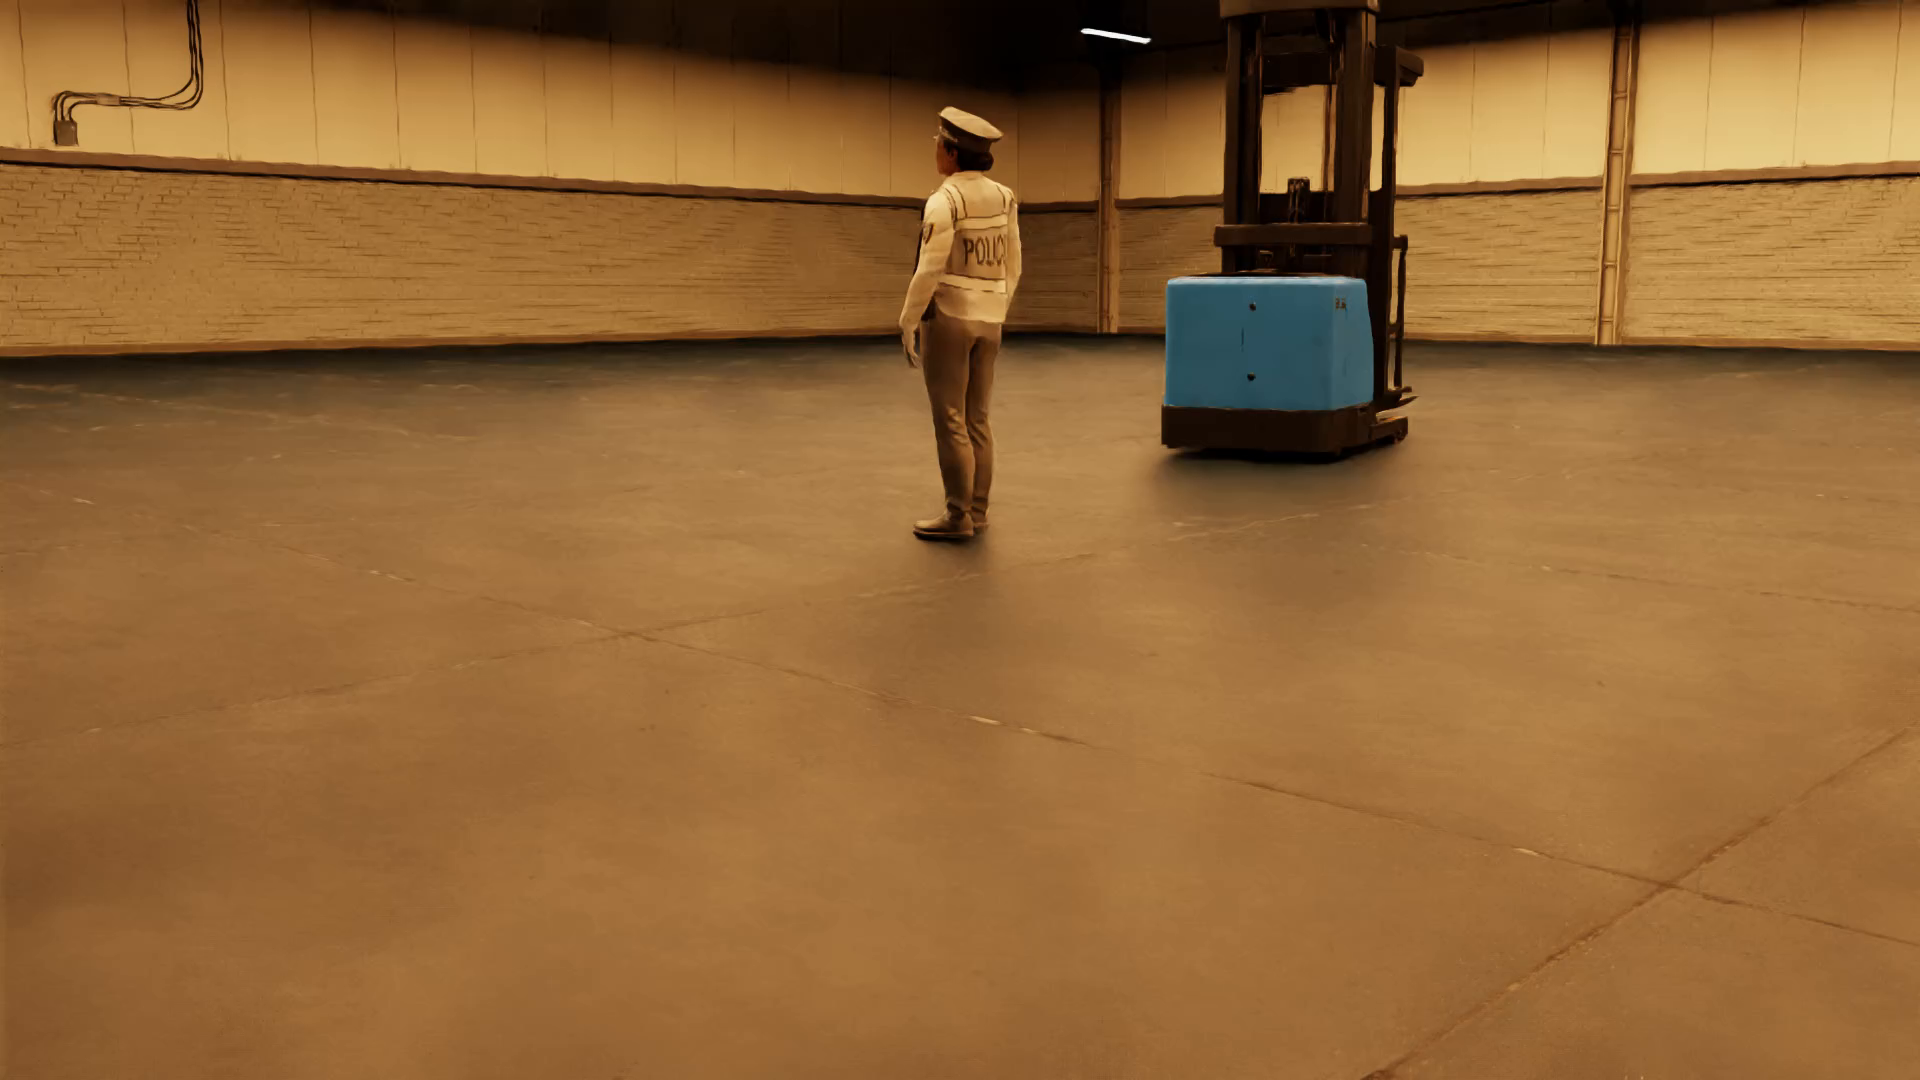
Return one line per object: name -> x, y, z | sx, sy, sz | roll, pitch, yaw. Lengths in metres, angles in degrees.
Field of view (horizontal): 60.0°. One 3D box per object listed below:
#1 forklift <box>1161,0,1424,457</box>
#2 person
forklift -> 2.358, -2.115, 10.921 | 1.130, 2.935, 3.031 | 5, 10, 28
person -> -0.044, -0.853, 6.642 | 0.533, 1.695, 0.586 | 8, 12, 43
